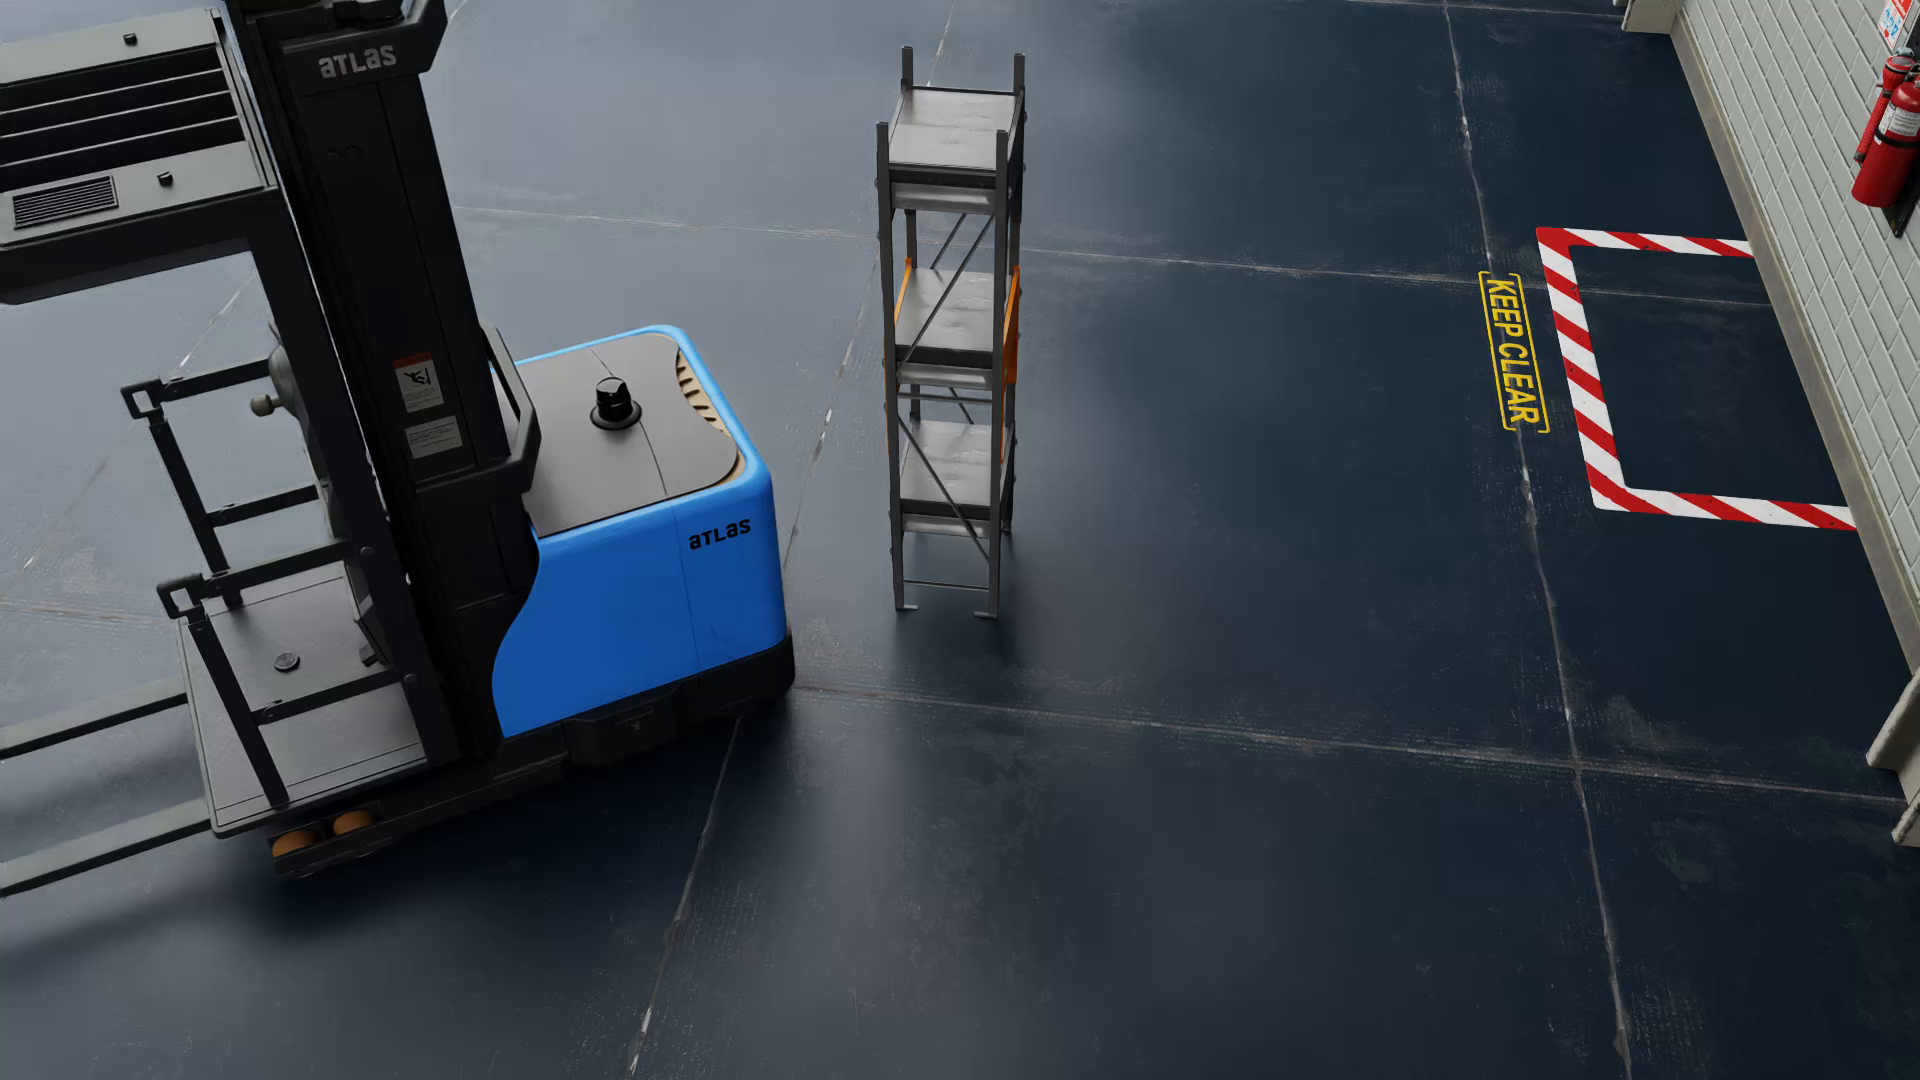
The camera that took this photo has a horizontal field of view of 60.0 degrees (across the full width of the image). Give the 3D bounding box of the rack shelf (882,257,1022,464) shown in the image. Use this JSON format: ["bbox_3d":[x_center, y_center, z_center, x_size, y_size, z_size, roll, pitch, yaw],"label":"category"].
[{"bbox_3d":[-0.022,-0.640,5.918,0.431,0.518,0.480,5,44,6],"label":"rack shelf"}]

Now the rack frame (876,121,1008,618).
[{"bbox_3d":[-0.054,-0.483,5.733,0.400,2.100,0.015,5,44,6],"label":"rack frame"}]

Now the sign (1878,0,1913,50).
[{"bbox_3d":[3.902,-2.237,6.904,0.001,0.329,0.234,5,44,6],"label":"sign"}]

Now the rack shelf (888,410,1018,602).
[{"bbox_3d":[-0.022,-0.131,6.400,0.431,0.518,0.480,5,44,6],"label":"rack shelf"}]

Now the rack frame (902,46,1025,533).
[{"bbox_3d":[0.010,-0.816,6.085,0.400,2.100,0.015,5,44,6],"label":"rack frame"}]

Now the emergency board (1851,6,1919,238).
[{"bbox_3d":[3.727,-1.856,6.529,0.194,1.169,0.643,5,44,6],"label":"emergency board"}]

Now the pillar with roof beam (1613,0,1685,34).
[{"bbox_3d":[-0.112,-6.834,7.423,9.100,9.000,0.400,5,44,6],"label":"pillar with roof beam"}]

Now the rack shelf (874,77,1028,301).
[{"bbox_3d":[-0.022,-1.148,5.437,0.431,0.518,0.480,5,44,6],"label":"rack shelf"}]

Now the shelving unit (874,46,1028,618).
[{"bbox_3d":[-0.022,-0.650,5.909,0.431,2.100,0.503,5,44,6],"label":"shelving unit"}]

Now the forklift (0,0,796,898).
[{"bbox_3d":[-2.162,-0.352,4.990,3.031,2.935,1.130,-18,46,-18],"label":"forklift"}]
